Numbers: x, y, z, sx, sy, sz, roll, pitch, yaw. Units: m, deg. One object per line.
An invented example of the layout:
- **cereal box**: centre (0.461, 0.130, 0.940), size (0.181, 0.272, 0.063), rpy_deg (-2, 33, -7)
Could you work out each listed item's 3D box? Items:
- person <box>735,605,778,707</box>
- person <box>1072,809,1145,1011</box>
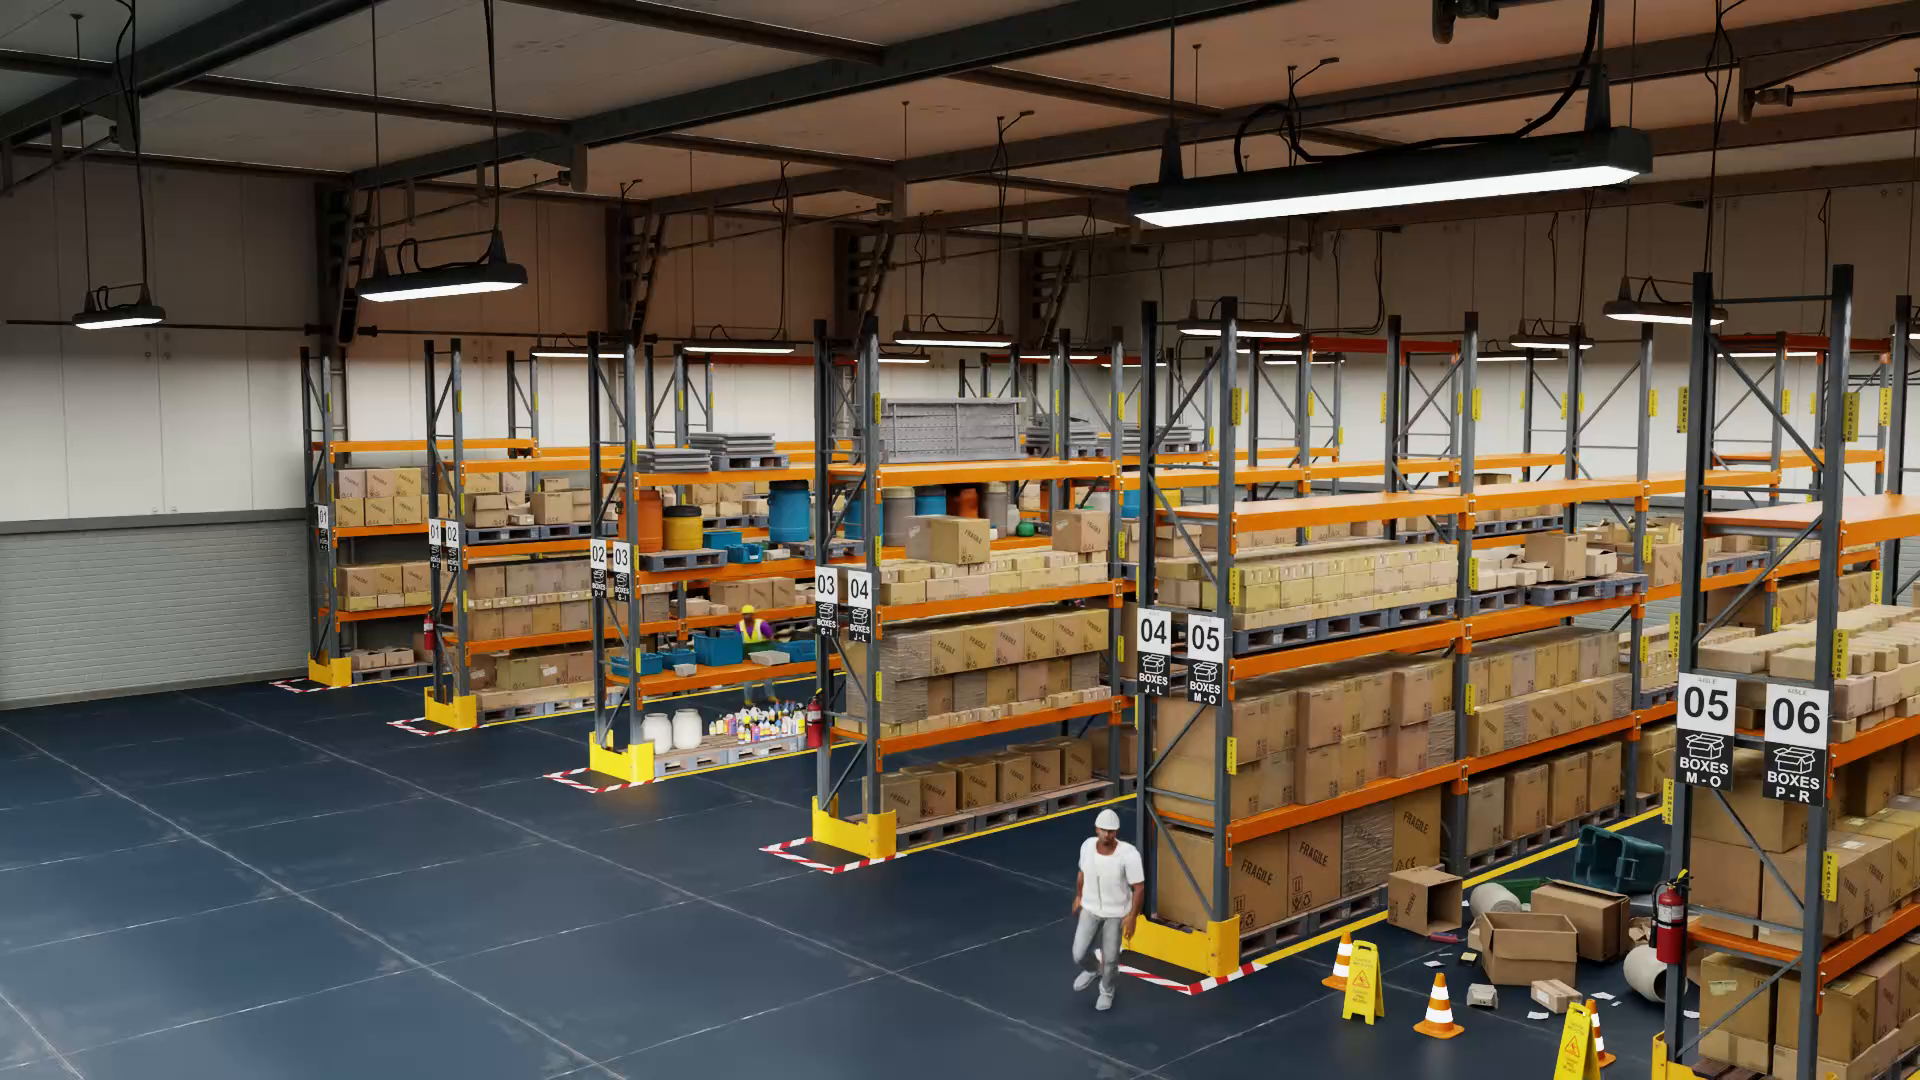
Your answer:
- **person**: centre (-3.393, 1.910, 27.615), size (0.710, 1.701, 0.799), rpy_deg (0, 5, -5)
- **person**: centre (1.219, 3.084, 13.866), size (0.691, 1.736, 0.575), rpy_deg (2, 5, 21)
